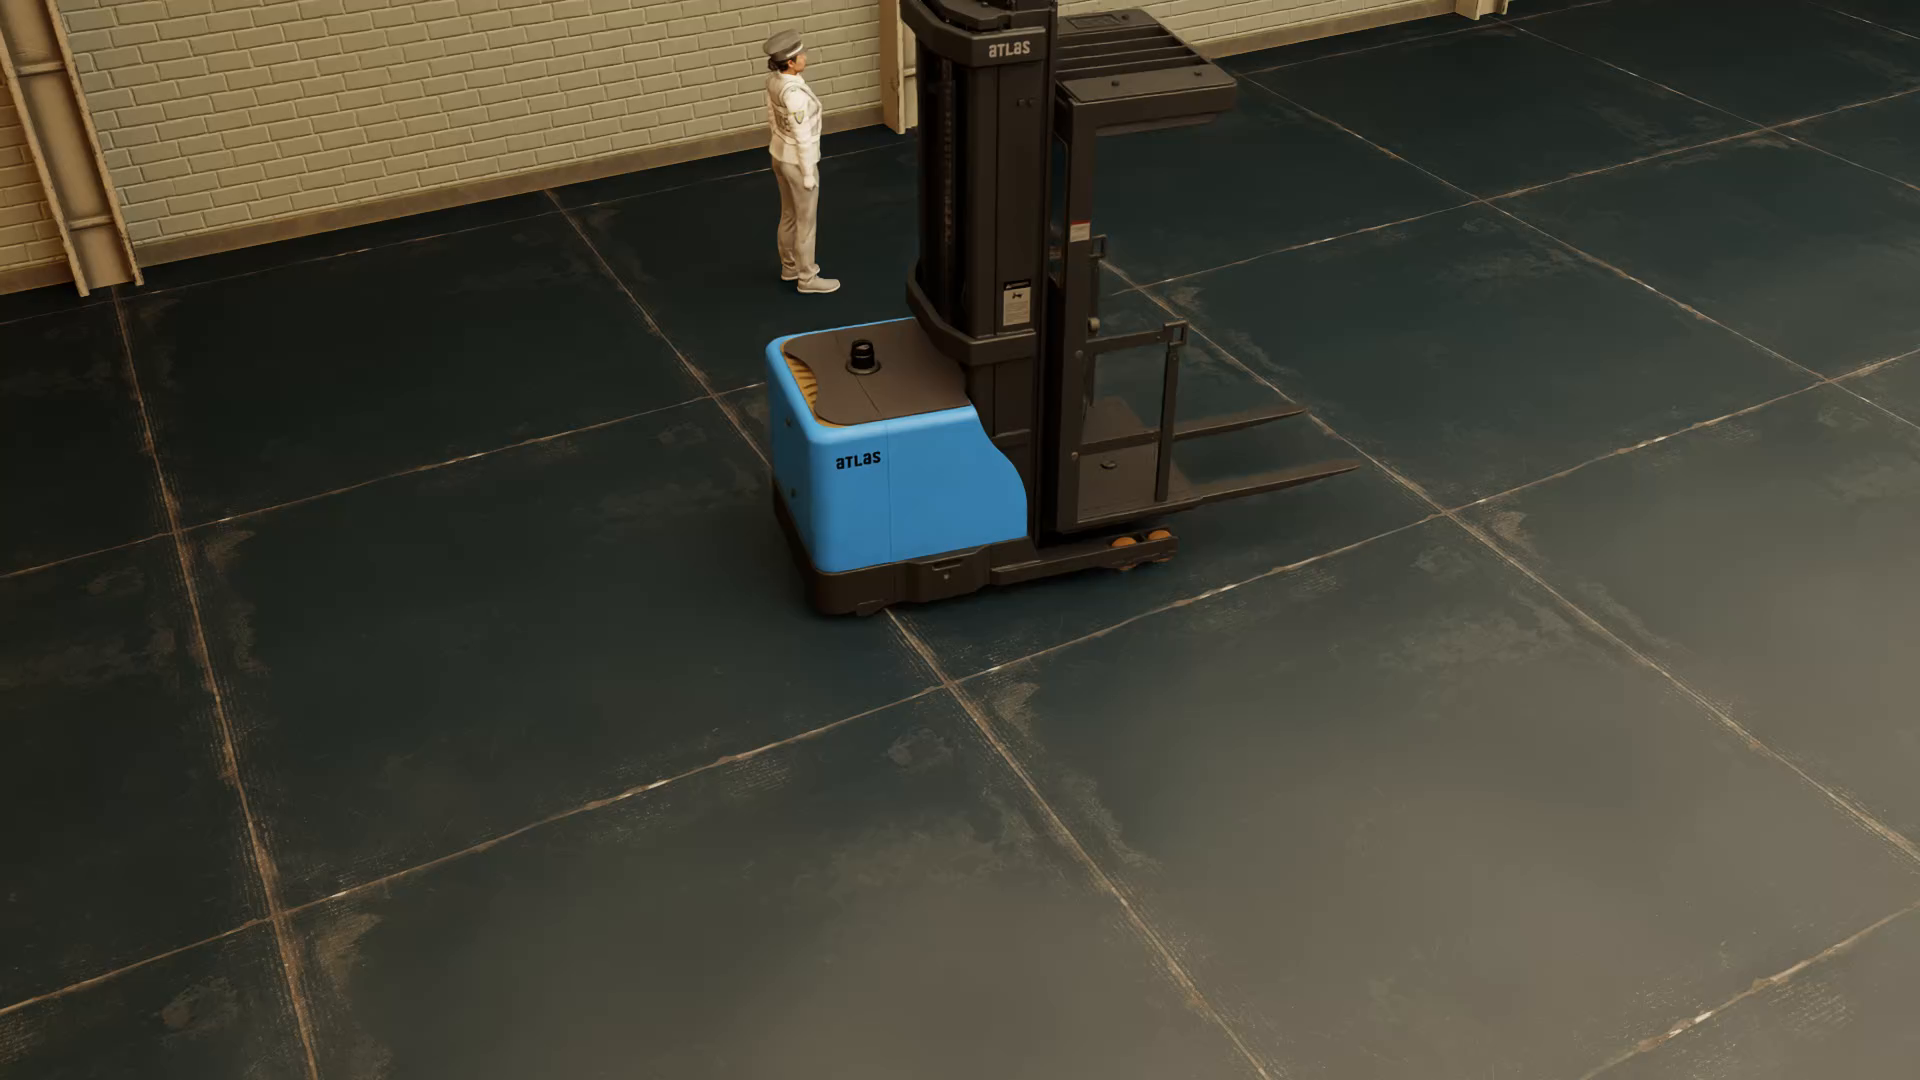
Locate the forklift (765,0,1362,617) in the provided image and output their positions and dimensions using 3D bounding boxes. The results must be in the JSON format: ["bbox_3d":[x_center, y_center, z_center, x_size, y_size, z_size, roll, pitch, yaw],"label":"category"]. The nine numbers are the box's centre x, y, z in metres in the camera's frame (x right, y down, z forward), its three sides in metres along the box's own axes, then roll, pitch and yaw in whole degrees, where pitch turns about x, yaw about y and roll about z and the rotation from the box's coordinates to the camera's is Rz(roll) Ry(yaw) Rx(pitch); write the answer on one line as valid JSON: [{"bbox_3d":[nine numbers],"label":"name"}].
[{"bbox_3d":[0.597,-1.323,7.994,3.031,2.935,1.130,-11,37,-15],"label":"forklift"}]

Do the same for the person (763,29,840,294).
[{"bbox_3d":[-1.036,-2.412,10.614,0.346,1.693,0.463,-18,39,-23],"label":"person"}]
